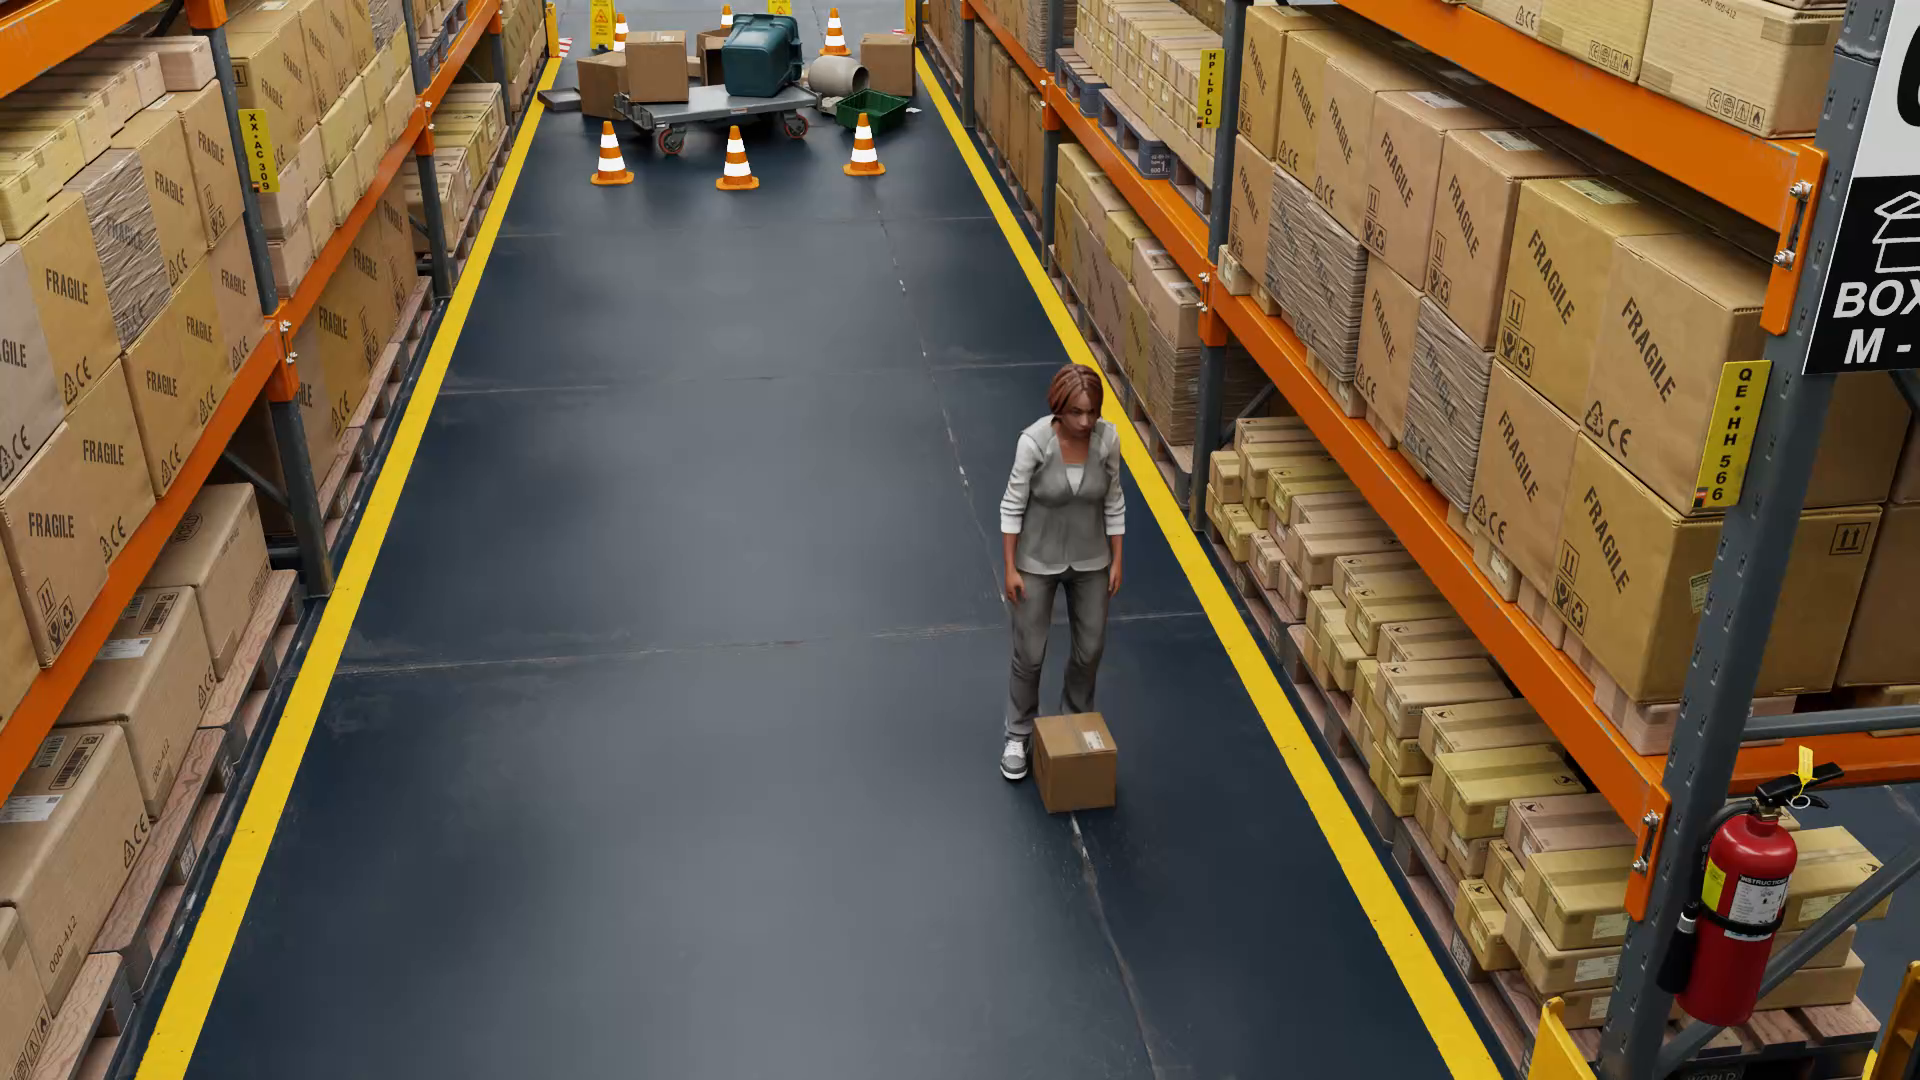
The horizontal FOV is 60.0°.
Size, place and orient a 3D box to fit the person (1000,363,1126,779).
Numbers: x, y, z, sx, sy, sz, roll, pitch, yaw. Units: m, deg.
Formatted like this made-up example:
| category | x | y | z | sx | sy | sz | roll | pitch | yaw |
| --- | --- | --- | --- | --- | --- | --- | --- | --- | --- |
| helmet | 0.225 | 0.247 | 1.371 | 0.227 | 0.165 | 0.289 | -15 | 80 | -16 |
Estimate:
| category | x | y | z | sx | sy | sz | roll | pitch | yaw |
| --- | --- | --- | --- | --- | --- | --- | --- | --- | --- |
| person | 0.365 | 0.108 | 5.937 | 0.464 | 1.581 | 0.343 | -5 | 28 | -10 |
